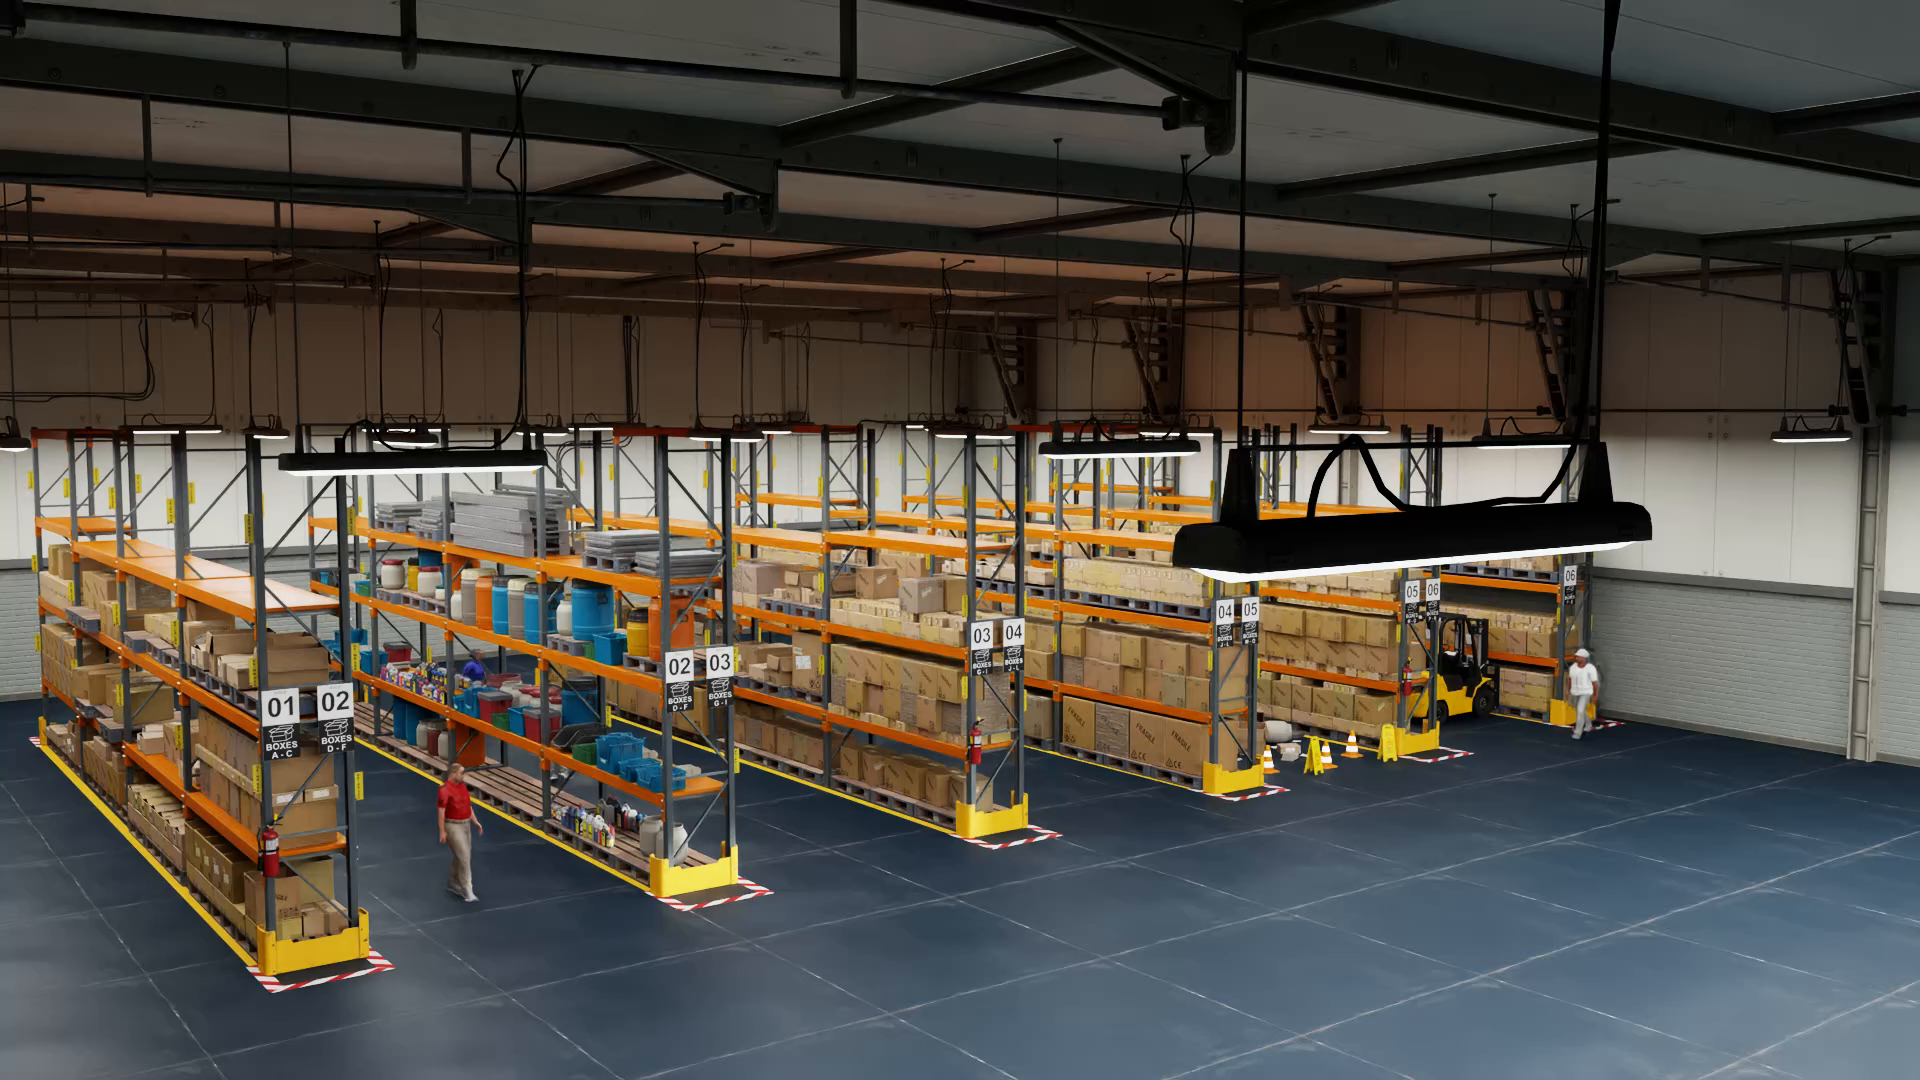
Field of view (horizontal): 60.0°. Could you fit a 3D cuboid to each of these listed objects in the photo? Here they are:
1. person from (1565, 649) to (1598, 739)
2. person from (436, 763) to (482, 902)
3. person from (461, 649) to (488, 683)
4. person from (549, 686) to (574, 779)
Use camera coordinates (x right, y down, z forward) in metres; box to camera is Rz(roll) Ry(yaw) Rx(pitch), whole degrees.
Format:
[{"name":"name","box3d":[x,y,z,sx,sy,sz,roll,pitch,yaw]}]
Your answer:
[{"name":"person","box3d":[11.997,2.944,32.050,0.995,1.724,0.620,-4,6,-43]},{"name":"person","box3d":[-6.457,3.800,21.628,0.594,1.789,0.562,1,5,12]},{"name":"person","box3d":[-9.600,2.952,32.786,0.830,1.655,0.661,2,5,25]},{"name":"person","box3d":[-6.931,3.322,28.442,0.488,1.622,0.500,1,5,16]}]
